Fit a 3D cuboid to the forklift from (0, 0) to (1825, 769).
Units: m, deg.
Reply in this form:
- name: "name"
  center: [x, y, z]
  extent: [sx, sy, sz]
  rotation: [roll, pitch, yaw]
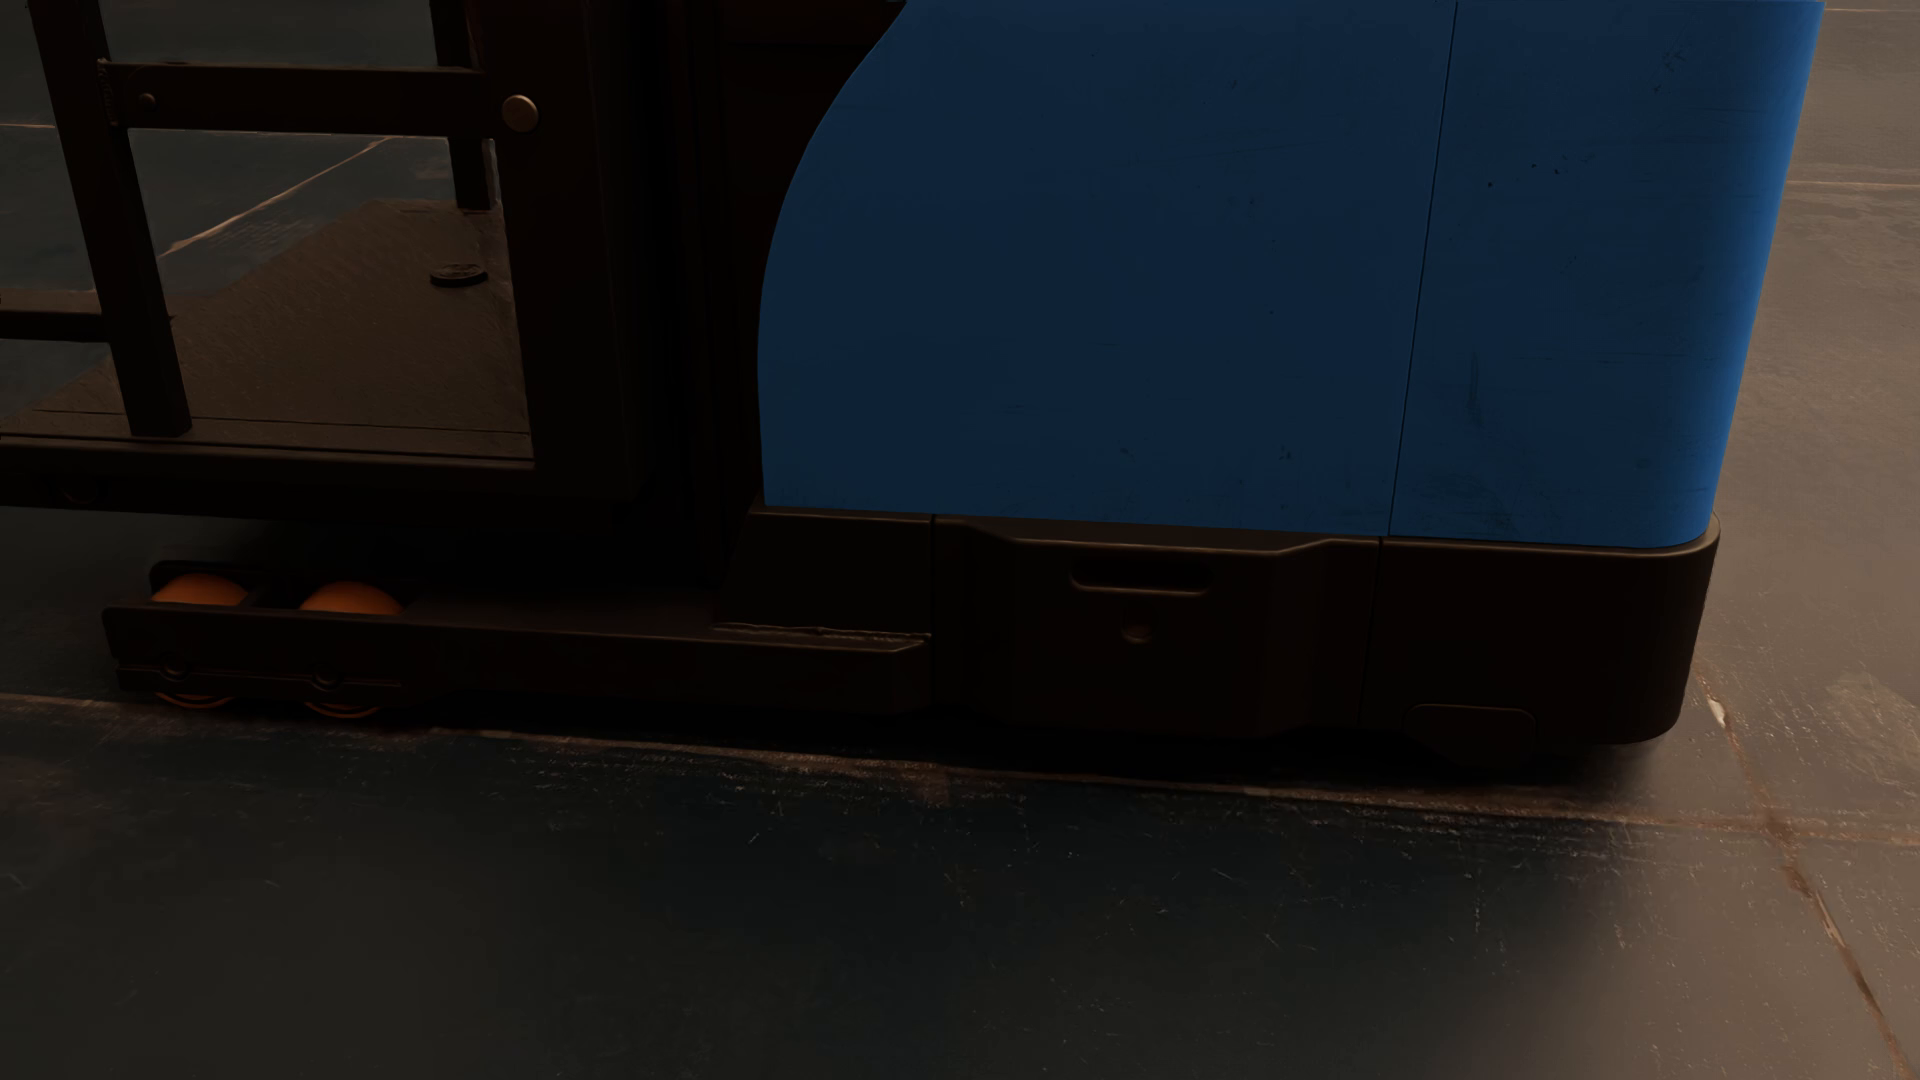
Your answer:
- name: "forklift"
  center: [-0.613, -1.321, 1.865]
  extent: [3.031, 2.935, 1.130]
  rotation: [3, 27, 6]
